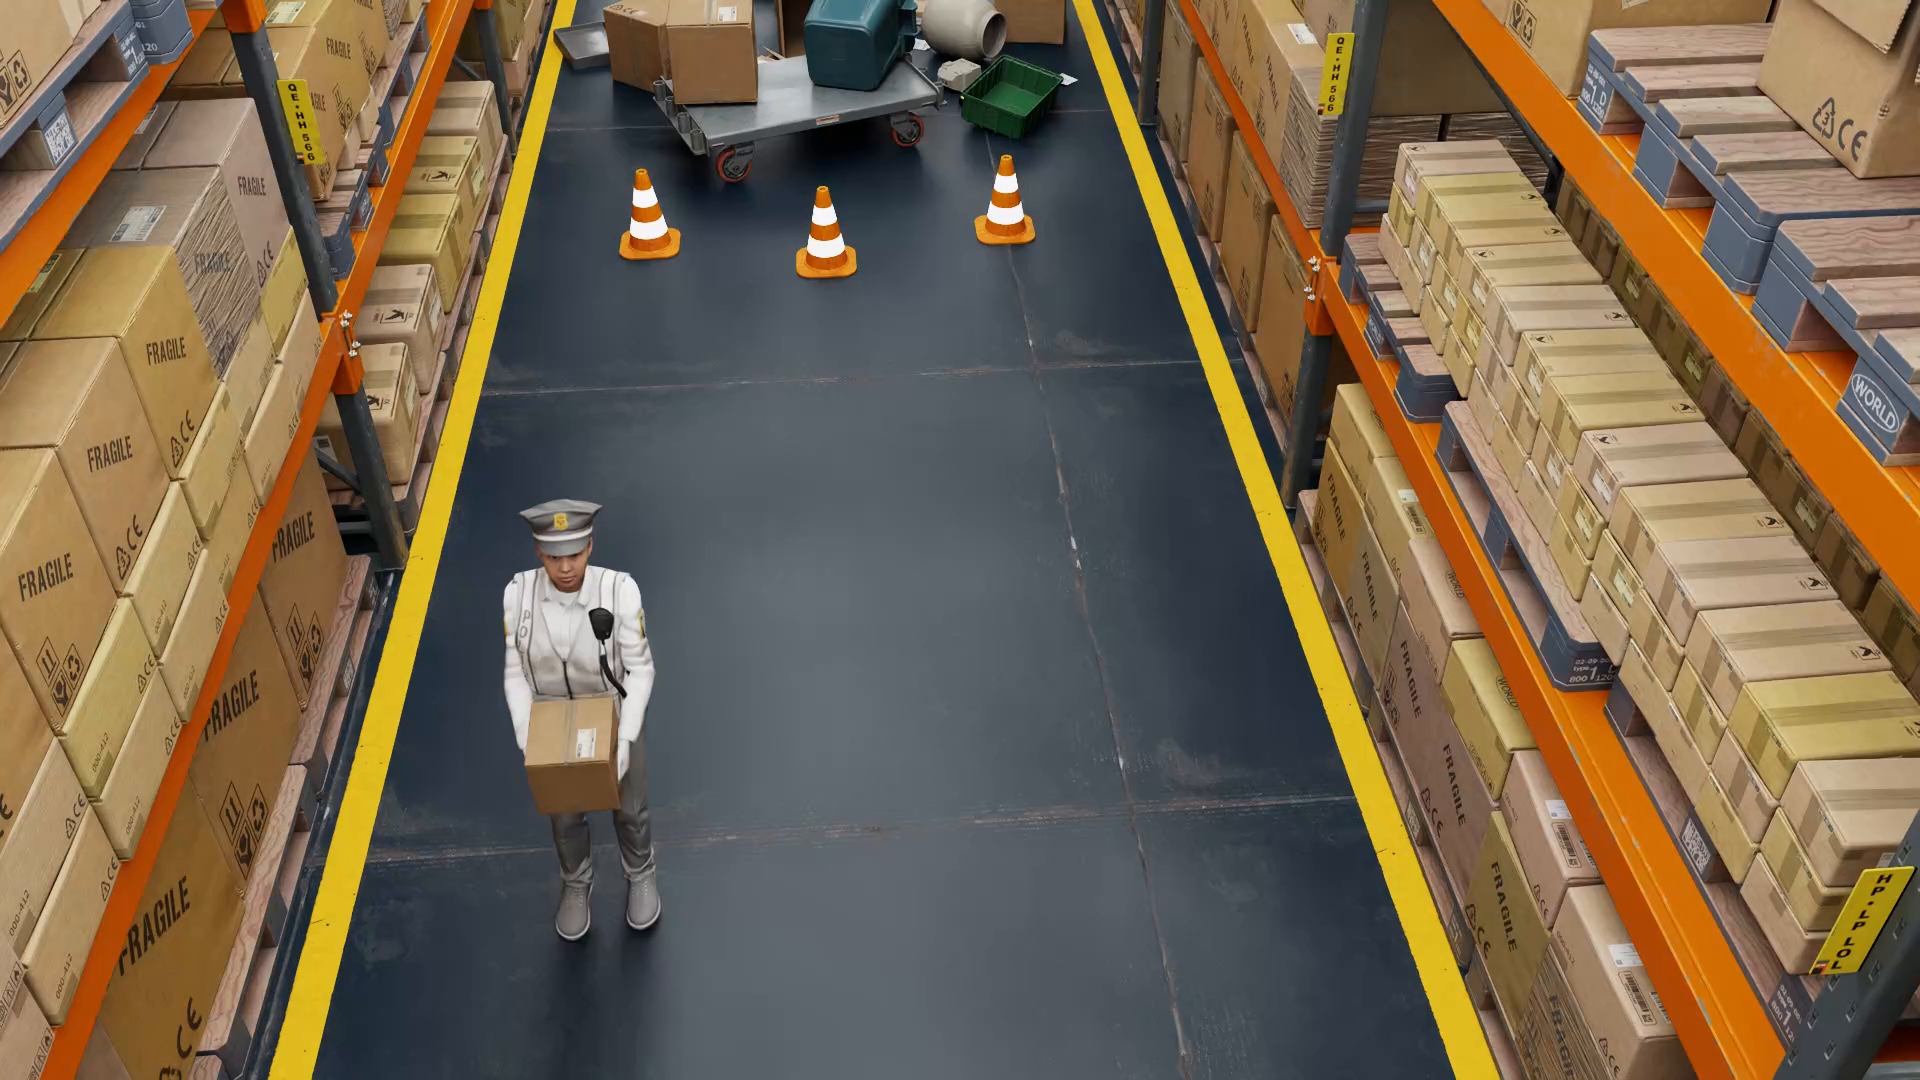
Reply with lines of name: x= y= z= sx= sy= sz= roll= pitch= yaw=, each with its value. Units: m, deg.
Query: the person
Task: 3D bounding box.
person: x=-1.198 y=0.616 z=5.374 sx=0.469 sy=1.698 sz=0.548 roll=-3 pitch=39 yaw=-4
